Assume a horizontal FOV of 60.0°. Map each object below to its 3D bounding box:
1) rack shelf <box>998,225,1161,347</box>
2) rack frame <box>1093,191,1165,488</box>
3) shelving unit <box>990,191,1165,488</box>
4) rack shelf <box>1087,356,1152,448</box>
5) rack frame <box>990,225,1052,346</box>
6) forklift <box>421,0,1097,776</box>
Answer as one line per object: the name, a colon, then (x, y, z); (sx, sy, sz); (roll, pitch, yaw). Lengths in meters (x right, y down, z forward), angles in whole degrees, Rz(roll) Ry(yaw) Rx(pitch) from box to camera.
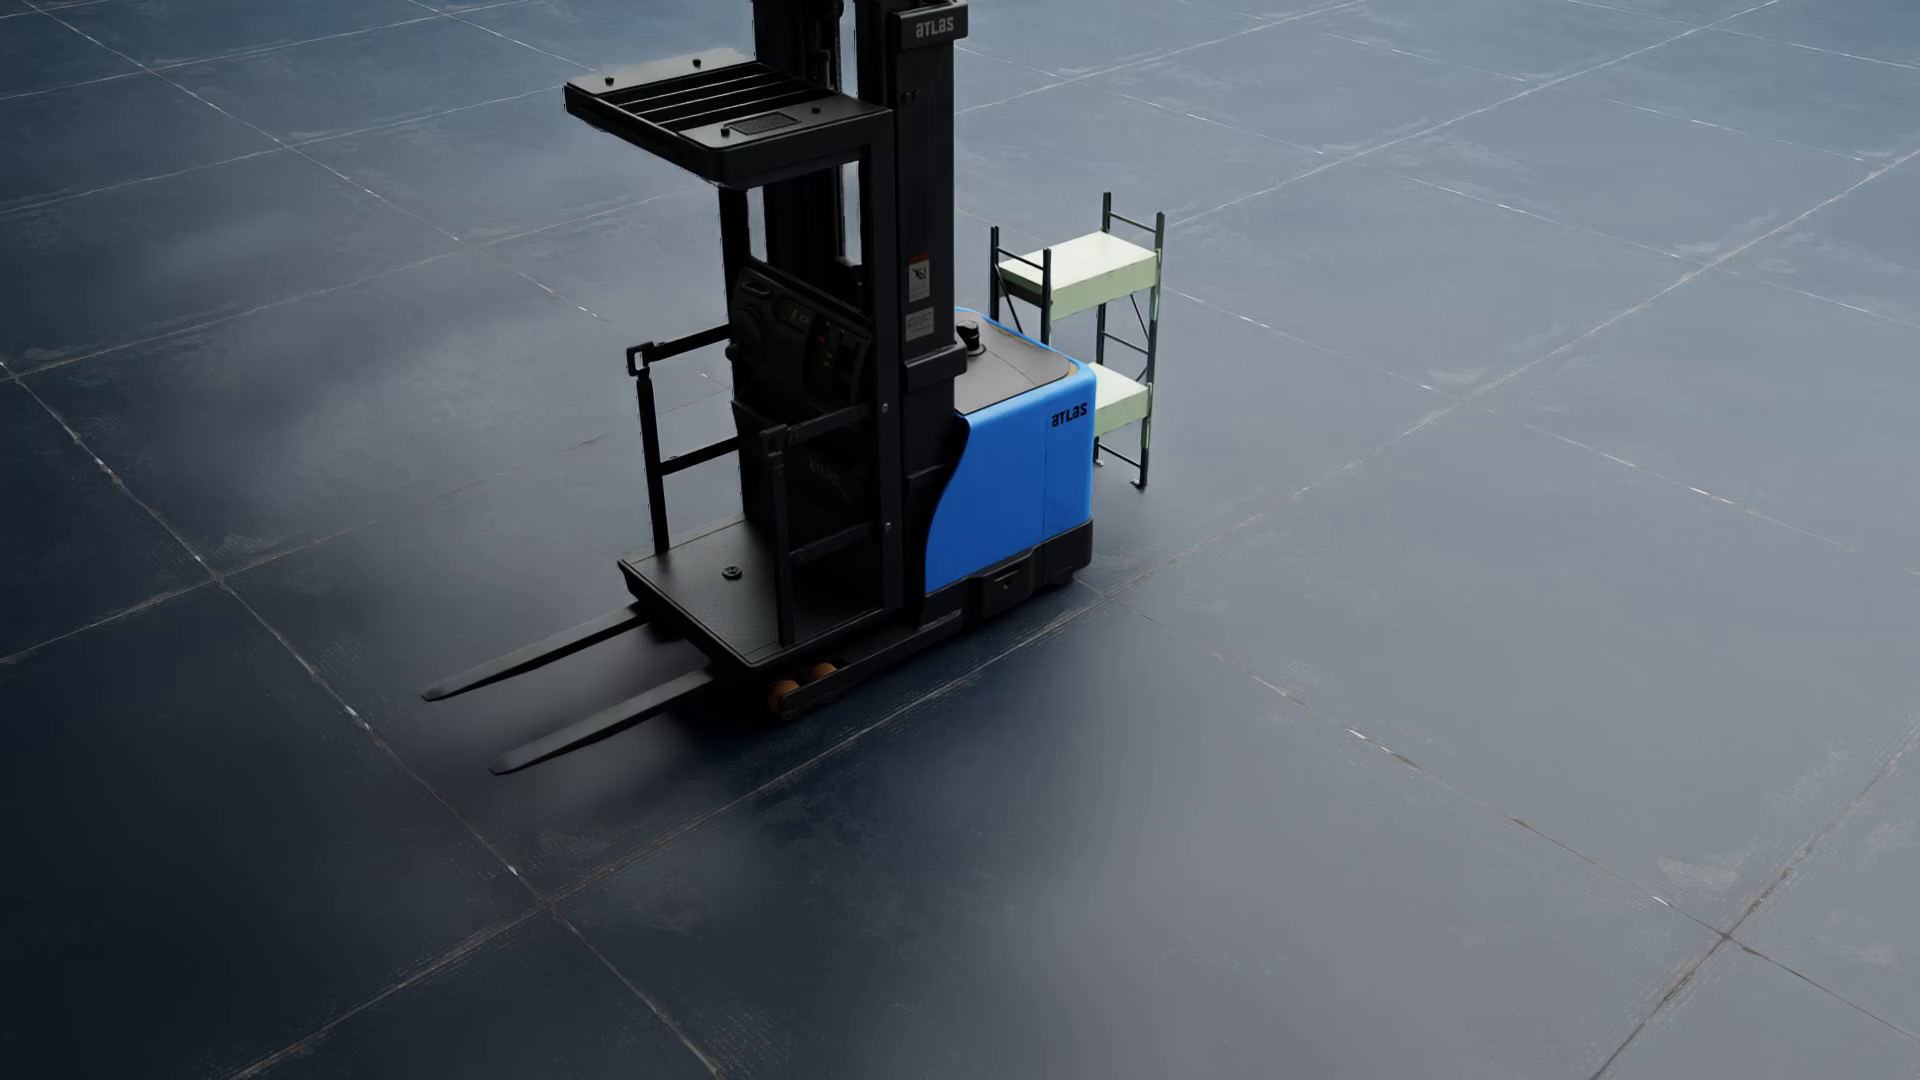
rack shelf: (0.561, -1.206, 8.037); (0.720, 0.370, 0.431); (-23, 39, -33)
rack frame: (0.842, -0.995, 8.440); (0.023, 1.500, 0.400); (-23, 39, -33)
shelving unit: (0.561, -0.873, 8.240); (0.755, 1.500, 0.431); (-23, 39, -33)
rack shelf: (0.561, -0.595, 8.410); (0.720, 0.370, 0.431); (-23, 39, -33)
rack frame: (0.279, -0.751, 8.041); (0.023, 1.500, 0.400); (-23, 39, -33)
forklift: (-0.826, -0.801, 6.750); (3.031, 2.935, 1.130); (-23, 39, -33)
